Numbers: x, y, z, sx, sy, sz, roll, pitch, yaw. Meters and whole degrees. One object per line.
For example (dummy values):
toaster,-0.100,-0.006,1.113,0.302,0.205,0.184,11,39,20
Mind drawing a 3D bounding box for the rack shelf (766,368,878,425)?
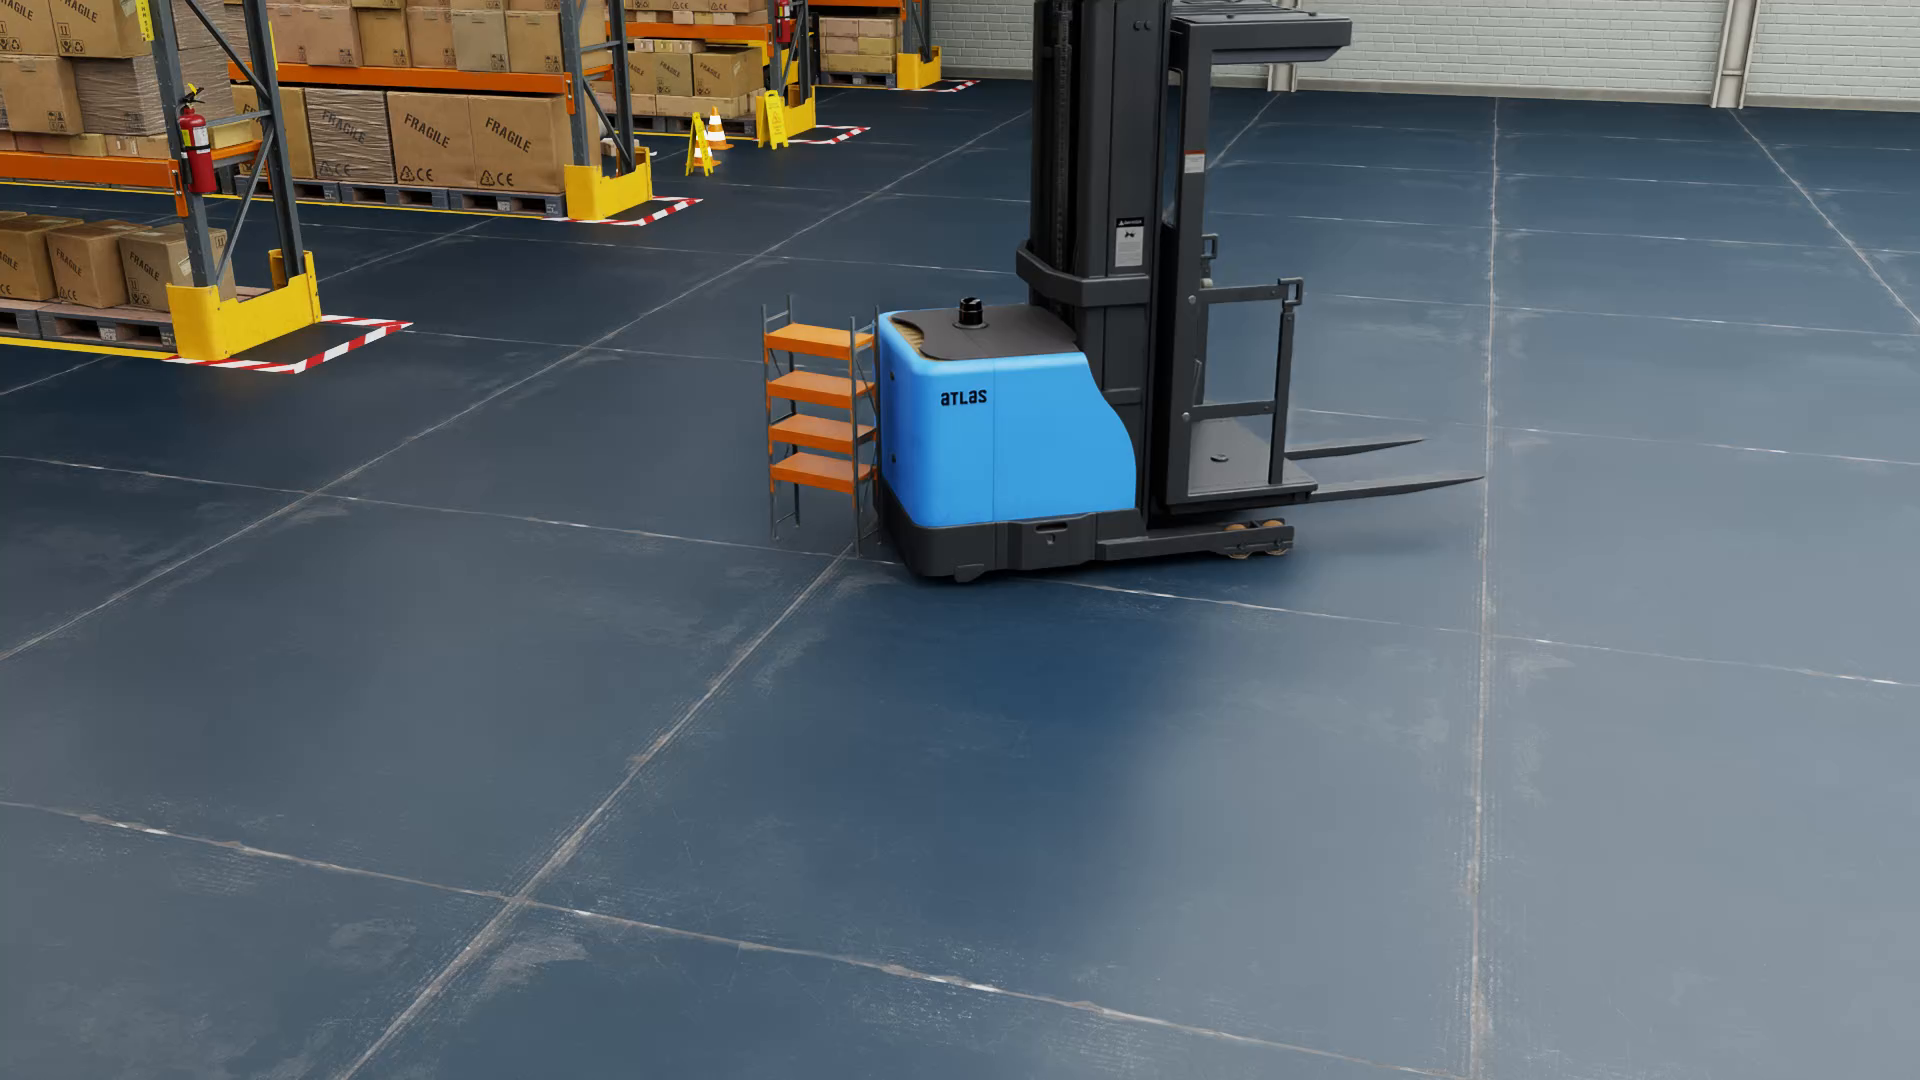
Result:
rack shelf,-0.657,-0.690,7.958,0.480,0.148,0.258,11,25,26

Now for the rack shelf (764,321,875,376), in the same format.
rack shelf,-0.657,-0.909,7.869,0.480,0.148,0.258,11,25,26

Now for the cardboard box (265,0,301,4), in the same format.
cardboard box,-6.323,-5.538,16.197,0.550,0.550,0.875,7,23,16

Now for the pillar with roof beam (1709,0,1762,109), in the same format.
pillar with roof beam,9.206,-8.514,17.170,0.400,9.000,9.100,7,23,16

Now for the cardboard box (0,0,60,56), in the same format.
cardboard box,-6.004,-3.480,10.960,0.500,0.500,0.500,7,23,16

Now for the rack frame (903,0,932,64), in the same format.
rack frame,-0.633,-8.215,24.344,0.127,3.000,1.000,7,23,16

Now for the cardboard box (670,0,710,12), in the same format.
cardboard box,-3.141,-6.611,19.910,0.500,0.500,0.500,7,23,16

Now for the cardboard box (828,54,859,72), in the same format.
cardboard box,-1.648,-7.132,24.773,0.500,0.250,0.500,7,23,15

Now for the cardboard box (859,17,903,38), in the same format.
cardboard box,-1.164,-7.537,24.443,0.500,0.250,0.500,7,23,17

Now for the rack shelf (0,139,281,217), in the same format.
rack shelf,-6.841,-2.697,11.840,4.000,0.370,1.077,7,23,16

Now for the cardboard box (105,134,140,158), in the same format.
cardboard box,-5.498,-2.678,11.177,0.250,0.149,0.380,7,23,16

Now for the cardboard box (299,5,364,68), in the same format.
cardboard box,-5.853,-4.919,16.112,0.550,0.550,0.875,7,23,16

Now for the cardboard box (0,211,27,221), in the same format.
cardboard box,-7.216,-2.129,12.247,0.500,0.500,0.500,4,23,11

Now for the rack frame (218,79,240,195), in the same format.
rack frame,-7.226,-5.040,16.604,0.127,3.000,1.000,7,23,16

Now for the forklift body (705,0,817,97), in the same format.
forklift body,-2.976,-7.367,23.396,1.214,2.155,2.313,7,23,16

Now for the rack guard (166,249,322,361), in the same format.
rack guard,-4.999,-1.662,11.663,0.348,0.500,1.175,7,23,16

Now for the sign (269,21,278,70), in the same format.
sign,-4.769,-3.408,11.485,0.005,0.325,0.100,7,23,16

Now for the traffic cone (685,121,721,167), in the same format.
traffic cone,-2.843,-4.375,18.326,0.334,0.463,0.336,7,23,16

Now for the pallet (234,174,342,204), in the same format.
pallet,-6.521,-3.638,16.861,1.213,0.211,1.003,7,23,15

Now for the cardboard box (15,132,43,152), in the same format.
cardboard box,-6.214,-2.762,11.382,0.250,0.149,0.380,7,23,16

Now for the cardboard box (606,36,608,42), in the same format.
cardboard box,-4.552,-6.136,20.504,0.250,0.149,0.380,8,24,19

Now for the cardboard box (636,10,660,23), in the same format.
cardboard box,-3.728,-6.373,20.184,0.250,0.149,0.380,6,23,15

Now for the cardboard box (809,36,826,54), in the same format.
cardboard box,-2.167,-7.416,24.807,0.500,0.250,0.500,6,23,14

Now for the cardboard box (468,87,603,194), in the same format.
cardboard box,-4.065,-3.863,15.981,0.875,0.875,0.875,7,23,16

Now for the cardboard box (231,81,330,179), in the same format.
cardboard box,-6.644,-4.157,16.697,0.875,0.875,0.875,7,23,16

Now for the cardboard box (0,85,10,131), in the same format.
cardboard box,-6.424,-3.146,11.464,0.500,0.500,0.875,7,23,16

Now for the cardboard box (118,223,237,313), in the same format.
cardboard box,-5.519,-1.923,11.745,0.500,0.500,0.500,11,25,25

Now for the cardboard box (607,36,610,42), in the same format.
cardboard box,-5.706,-7.890,26.128,0.625,0.625,0.875,6,23,15

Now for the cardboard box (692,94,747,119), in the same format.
cardboard box,-2.938,-5.327,20.373,0.500,0.250,0.500,6,23,15

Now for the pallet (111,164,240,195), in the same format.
pallet,-7.986,-3.807,17.273,1.213,0.211,1.003,7,23,16

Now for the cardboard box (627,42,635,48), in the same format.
cardboard box,-4.273,-6.040,21.125,0.500,0.500,0.500,8,24,18

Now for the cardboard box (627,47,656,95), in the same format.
cardboard box,-3.887,-5.787,20.507,0.500,0.500,0.500,6,23,14

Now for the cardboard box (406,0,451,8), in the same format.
cardboard box,-4.791,-5.363,15.770,0.550,0.550,0.875,7,23,16

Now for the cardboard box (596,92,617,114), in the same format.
cardboard box,-4.383,-5.497,20.789,0.500,0.250,0.500,6,23,15

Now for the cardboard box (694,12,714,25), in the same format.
cardboard box,-2.997,-6.281,19.961,0.250,0.149,0.380,6,23,15

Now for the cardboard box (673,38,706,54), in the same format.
cardboard box,-3.276,-5.989,20.145,0.250,0.149,0.380,7,23,17

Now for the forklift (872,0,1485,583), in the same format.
forklift,1.130,-1.449,7.942,3.031,2.935,1.130,-6,23,-14

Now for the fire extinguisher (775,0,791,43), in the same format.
fire extinguisher,-2.087,-6.195,19.522,0.183,0.674,0.296,7,23,16

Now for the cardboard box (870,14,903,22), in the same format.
cardboard box,-1.039,-7.721,24.892,0.500,0.250,0.500,6,23,15

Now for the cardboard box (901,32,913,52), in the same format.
cardboard box,-1.023,-7.495,25.001,0.500,0.250,0.500,7,23,16

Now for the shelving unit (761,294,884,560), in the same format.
shelving unit,-0.657,-0.545,8.018,0.503,1.200,0.258,11,25,26

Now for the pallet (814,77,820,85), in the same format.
pallet,-2.542,-7.128,25.368,1.213,0.211,1.003,7,23,15

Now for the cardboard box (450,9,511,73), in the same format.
cardboard box,-4.298,-4.747,15.693,0.550,0.550,0.875,7,23,16

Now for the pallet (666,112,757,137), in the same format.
pallet,-2.904,-5.231,20.744,1.213,0.211,1.003,7,23,16

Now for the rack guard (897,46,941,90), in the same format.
rack guard,-0.610,-7.056,24.812,0.348,0.500,1.175,7,23,16
